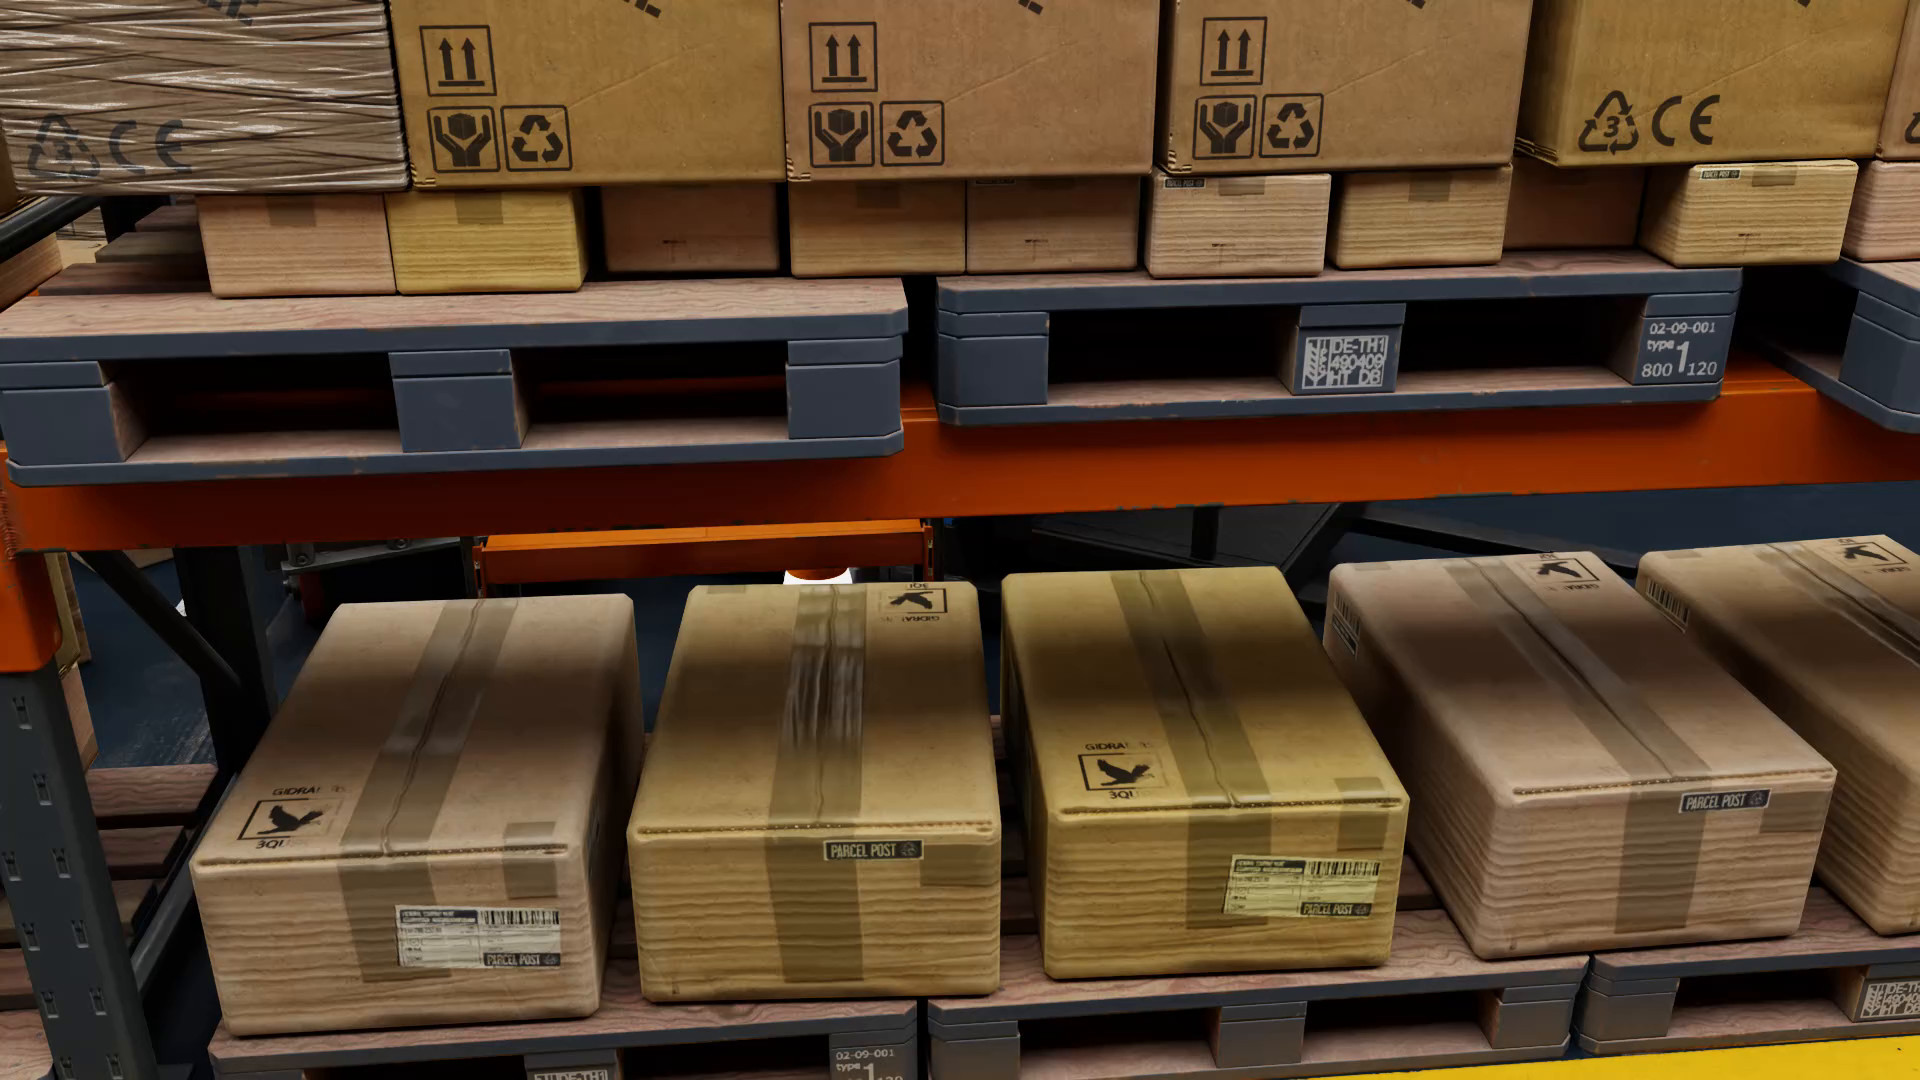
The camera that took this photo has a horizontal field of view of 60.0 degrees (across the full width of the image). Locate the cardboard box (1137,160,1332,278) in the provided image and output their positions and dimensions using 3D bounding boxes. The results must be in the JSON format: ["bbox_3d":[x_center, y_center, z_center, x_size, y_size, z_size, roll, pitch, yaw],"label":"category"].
[{"bbox_3d":[0.385,-0.519,2.518,0.250,0.149,0.380,-1,24,-3],"label":"cardboard box"}]

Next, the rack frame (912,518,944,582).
[{"bbox_3d":[-0.079,-0.213,3.882,0.032,1.500,0.500,-3,24,-6],"label":"rack frame"}]

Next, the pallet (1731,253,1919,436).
[{"bbox_3d":[1.786,-0.508,2.935,1.003,0.211,1.213,-2,24,-5],"label":"pallet"}]

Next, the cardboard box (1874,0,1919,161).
[{"bbox_3d":[1.546,-0.885,2.541,0.500,0.500,0.500,-3,24,-6],"label":"cardboard box"}]

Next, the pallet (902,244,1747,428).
[{"bbox_3d":[0.519,-0.484,2.881,1.213,0.211,1.003,-2,24,-5],"label":"pallet"}]

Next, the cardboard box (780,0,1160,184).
[{"bbox_3d":[-0.009,-0.818,2.391,0.500,0.500,0.500,-2,24,-5],"label":"cardboard box"}]

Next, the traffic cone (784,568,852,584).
[{"bbox_3d":[-0.400,0.037,4.598,0.334,0.463,0.336,-2,24,-5],"label":"traffic cone"}]

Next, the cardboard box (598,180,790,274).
[{"bbox_3d":[-0.391,-0.527,2.535,0.250,0.149,0.380,-1,24,-2],"label":"cardboard box"}]

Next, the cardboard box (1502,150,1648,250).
[{"bbox_3d":[0.889,-0.585,2.665,0.250,0.149,0.380,-2,24,-5],"label":"cardboard box"}]

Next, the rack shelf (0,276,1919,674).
[{"bbox_3d":[0.494,-0.258,3.023,4.000,0.370,1.077,-2,24,-5],"label":"rack shelf"}]

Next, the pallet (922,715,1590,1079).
[{"bbox_3d":[0.496,0.685,3.448,1.213,0.211,1.003,-2,24,-5],"label":"pallet"}]

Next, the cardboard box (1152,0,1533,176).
[{"bbox_3d":[0.501,-0.843,2.446,0.500,0.500,0.500,-3,24,-7],"label":"cardboard box"}]

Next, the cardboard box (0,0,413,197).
[{"bbox_3d":[-1.001,-0.783,2.313,0.500,0.500,0.500,-2,24,-4],"label":"cardboard box"}]

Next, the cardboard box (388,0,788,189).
[{"bbox_3d":[-0.503,-0.804,2.359,0.500,0.500,0.500,-2,24,-5],"label":"cardboard box"}]

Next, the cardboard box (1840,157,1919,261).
[{"bbox_3d":[1.424,-0.561,2.611,0.250,0.149,0.380,-3,24,-8],"label":"cardboard box"}]

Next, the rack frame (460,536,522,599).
[{"bbox_3d":[-1.090,-0.166,3.777,0.032,1.500,0.500,-3,24,-6],"label":"rack frame"}]

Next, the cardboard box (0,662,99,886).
[{"bbox_3d":[-2.110,0.472,3.363,0.500,0.250,0.500,-3,24,-8],"label":"cardboard box"}]

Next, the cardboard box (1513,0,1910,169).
[{"bbox_3d":[1.044,-0.864,2.495,0.500,0.500,0.500,-4,24,-9],"label":"cardboard box"}]

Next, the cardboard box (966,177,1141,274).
[{"bbox_3d":[0.115,-0.530,2.541,0.250,0.149,0.380,-2,24,-5],"label":"cardboard box"}]

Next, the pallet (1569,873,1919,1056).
[{"bbox_3d":[1.707,0.638,3.555,1.213,0.211,1.003,-2,24,-5],"label":"pallet"}]

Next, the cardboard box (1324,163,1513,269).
[{"bbox_3d":[0.647,-0.542,2.568,0.250,0.149,0.380,-3,24,-7],"label":"cardboard box"}]

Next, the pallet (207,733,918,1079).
[{"bbox_3d":[-0.721,0.735,3.335,1.213,0.211,1.003,-2,24,-5],"label":"pallet"}]

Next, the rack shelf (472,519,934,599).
[{"bbox_3d":[-0.585,-0.025,3.902,1.000,0.185,0.538,-3,24,-6],"label":"rack shelf"}]

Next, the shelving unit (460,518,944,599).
[{"bbox_3d":[-0.576,-0.190,3.830,1.083,1.500,0.587,-3,24,-6],"label":"shelving unit"}]

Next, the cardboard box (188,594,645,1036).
[{"bbox_3d":[-0.974,0.480,3.196,0.625,0.372,0.950,-2,24,-4],"label":"cardboard box"}]

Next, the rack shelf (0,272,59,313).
[{"bbox_3d":[-3.486,-0.099,2.664,4.000,0.370,1.077,-2,24,-5],"label":"rack shelf"}]

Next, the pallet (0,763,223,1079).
[{"bbox_3d":[-2.161,0.808,3.172,1.213,0.211,1.003,-2,24,-5],"label":"pallet"}]

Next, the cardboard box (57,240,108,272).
[{"bbox_3d":[-3.527,-0.886,6.625,0.500,0.500,0.500,2,24,4],"label":"cardboard box"}]

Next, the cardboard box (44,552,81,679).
[{"bbox_3d":[-2.110,0.129,3.211,0.500,0.500,0.500,-1,24,-3],"label":"cardboard box"}]

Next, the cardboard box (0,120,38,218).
[{"bbox_3d":[-1.961,-0.784,2.831,0.500,0.500,0.500,-2,24,-5],"label":"cardboard box"}]

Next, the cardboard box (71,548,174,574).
[{"bbox_3d":[-2.518,-0.093,5.132,0.258,0.266,0.396,22,32,40],"label":"cardboard box"}]

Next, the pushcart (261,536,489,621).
[{"bbox_3d":[-1.770,-0.228,5.299,0.936,0.377,1.648,-11,26,-23],"label":"pushcart"}]

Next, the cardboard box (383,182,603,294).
[{"bbox_3d":[-0.665,-0.485,2.440,0.250,0.149,0.380,-2,24,-4],"label":"cardboard box"}]

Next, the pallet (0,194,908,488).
[{"bbox_3d":[-0.721,-0.391,2.673,1.213,0.211,1.003,-2,24,-5],"label":"pallet"}]

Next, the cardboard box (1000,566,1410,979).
[{"bbox_3d":[0.433,0.421,3.327,0.625,0.372,0.950,-2,24,-3],"label":"cardboard box"}]

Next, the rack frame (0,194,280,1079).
[{"bbox_3d":[-1.496,-0.507,2.698,0.127,3.000,1.000,-2,24,-5],"label":"rack frame"}]

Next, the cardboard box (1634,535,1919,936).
[{"bbox_3d":[1.921,0.361,3.464,0.625,0.372,0.950,-4,24,-9],"label":"cardboard box"}]

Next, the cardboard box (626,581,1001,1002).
[{"bbox_3d":[-0.259,0.450,3.263,0.625,0.372,0.950,-1,24,-2],"label":"cardboard box"}]

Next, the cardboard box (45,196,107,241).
[{"bbox_3d":[-3.612,-1.690,7.459,0.875,0.875,0.875,-2,24,-5],"label":"cardboard box"}]

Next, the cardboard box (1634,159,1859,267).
[{"bbox_3d":[1.152,-0.544,2.573,0.250,0.149,0.380,-2,24,-4],"label":"cardboard box"}]

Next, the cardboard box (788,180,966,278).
[{"bbox_3d":[-0.131,-0.521,2.520,0.250,0.149,0.380,-2,24,-4],"label":"cardboard box"}]

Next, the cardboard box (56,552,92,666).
[{"bbox_3d":[-2.696,0.127,4.346,0.500,0.500,0.500,16,28,31],"label":"cardboard box"}]

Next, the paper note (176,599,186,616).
[{"bbox_3d":[-2.191,0.181,4.805,0.142,0.019,0.148,-2,24,-5],"label":"paper note"}]

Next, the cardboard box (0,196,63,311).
[{"bbox_3d":[-1.841,-0.509,3.012,0.250,0.149,0.380,-2,24,-5],"label":"cardboard box"}]

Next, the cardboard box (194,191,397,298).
[{"bbox_3d":[-0.915,-0.479,2.426,0.250,0.149,0.380,-2,24,-4],"label":"cardboard box"}]

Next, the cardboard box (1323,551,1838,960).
[{"bbox_3d":[1.188,0.393,3.390,0.625,0.372,0.950,-3,24,-6],"label":"cardboard box"}]

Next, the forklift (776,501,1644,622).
[{"bbox_3d":[0.617,-1.194,4.327,3.031,2.935,1.130,12,27,25],"label":"forklift"}]
